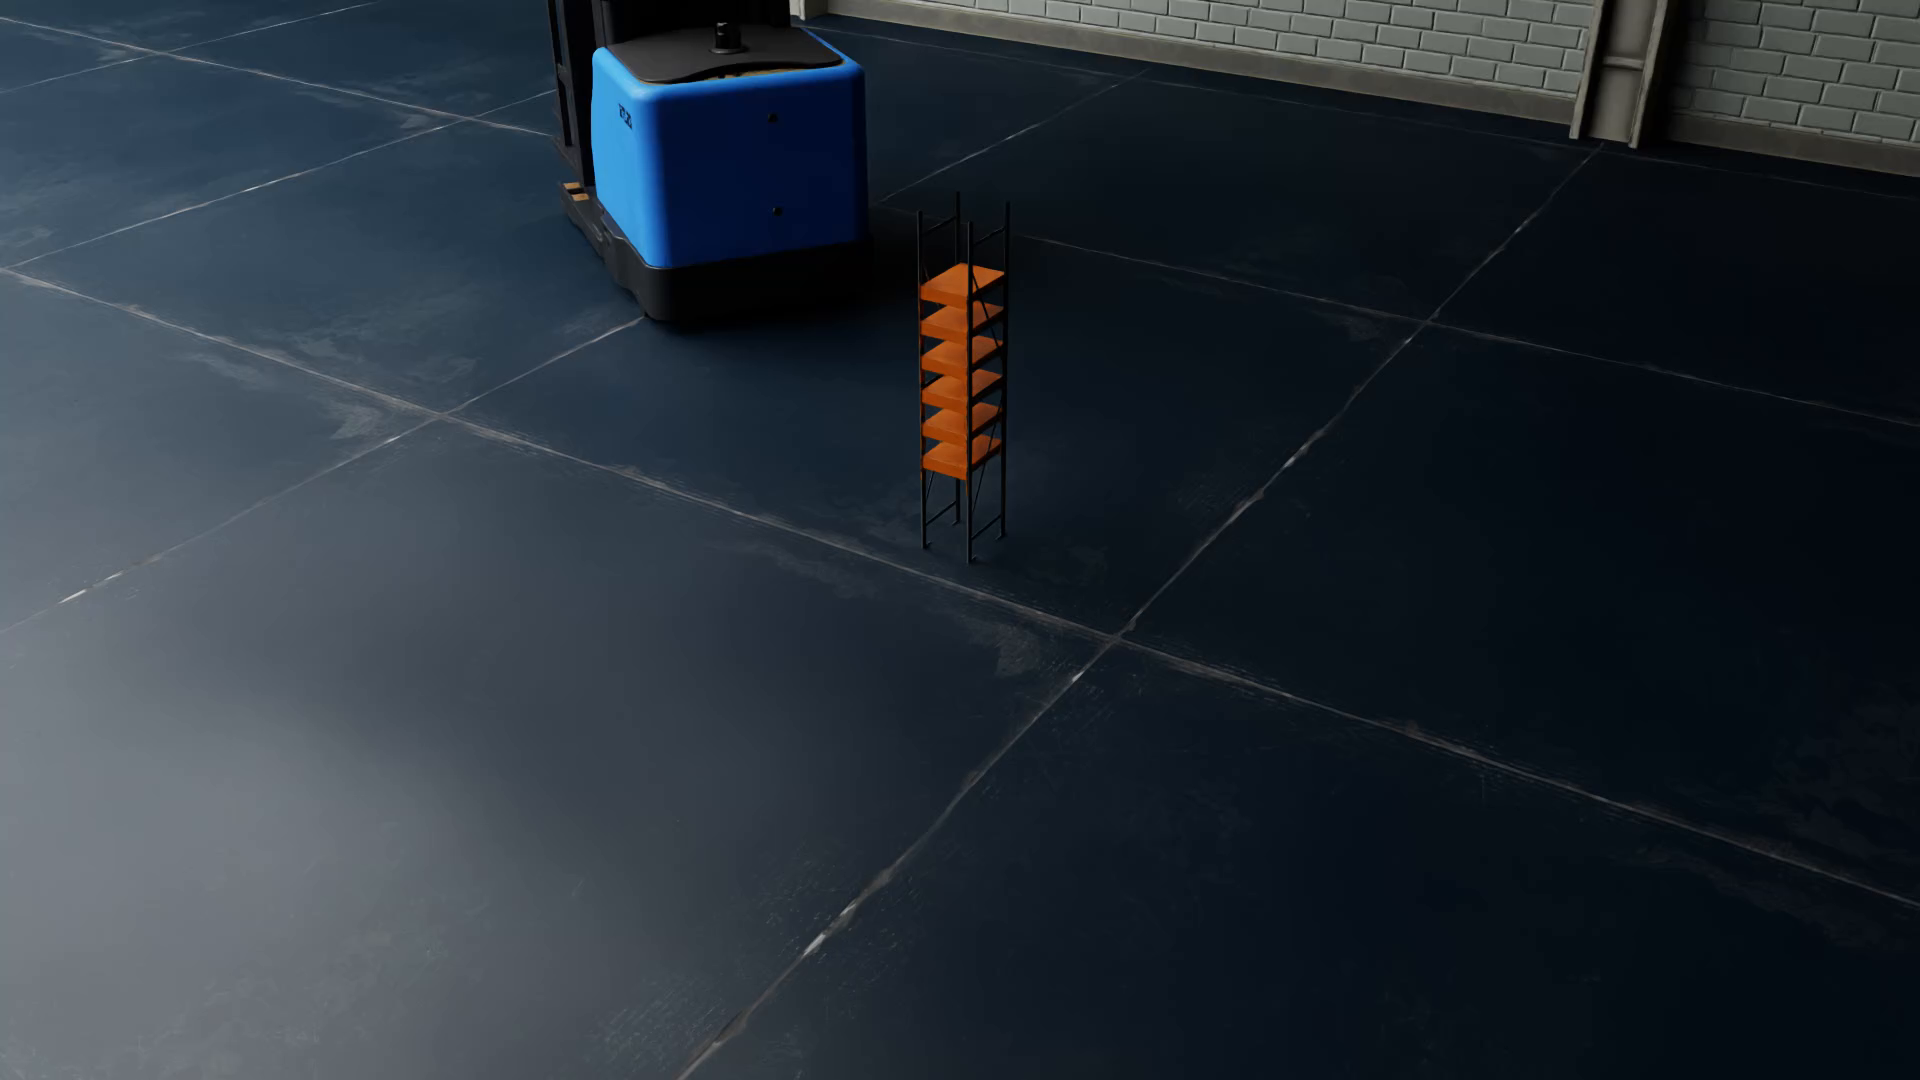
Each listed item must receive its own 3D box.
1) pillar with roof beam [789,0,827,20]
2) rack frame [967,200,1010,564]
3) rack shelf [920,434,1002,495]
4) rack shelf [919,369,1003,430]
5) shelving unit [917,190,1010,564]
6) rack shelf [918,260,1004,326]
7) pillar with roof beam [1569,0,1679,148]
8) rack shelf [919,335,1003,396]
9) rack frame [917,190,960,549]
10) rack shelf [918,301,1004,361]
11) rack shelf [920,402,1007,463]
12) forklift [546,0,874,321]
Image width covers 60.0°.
[{"bbox_3d":[-3.526,-6.045,7.181,0.400,9.000,9.100,18,35,27],"label":"pillar with roof beam"},{"bbox_3d":[0.090,-0.490,5.399,0.006,1.200,0.240,18,35,27],"label":"rack frame"},{"bbox_3d":[0.012,-0.269,5.584,0.180,0.103,0.258,18,35,27],"label":"rack shelf"},{"bbox_3d":[0.012,-0.476,5.463,0.180,0.103,0.258,18,35,27],"label":"rack shelf"},{"bbox_3d":[0.012,-0.514,5.441,0.189,1.200,0.258,18,35,27],"label":"shelving unit"},{"bbox_3d":[0.012,-0.787,5.282,0.180,0.103,0.258,18,35,27],"label":"rack shelf"},{"bbox_3d":[1.555,-4.437,4.426,0.400,9.000,9.100,18,35,27],"label":"pillar with roof beam"},{"bbox_3d":[0.012,-0.580,5.403,0.180,0.103,0.258,18,35,27],"label":"rack shelf"},{"bbox_3d":[-0.065,-0.539,5.483,0.006,1.200,0.240,18,35,27],"label":"rack frame"},{"bbox_3d":[0.012,-0.683,5.342,0.180,0.103,0.258,18,35,27],"label":"rack shelf"},{"bbox_3d":[0.012,-0.372,5.524,0.180,0.103,0.258,18,35,27],"label":"rack shelf"},{"bbox_3d":[-1.442,-2.945,7.889,1.130,2.935,3.031,-12,32,-20],"label":"forklift"}]
